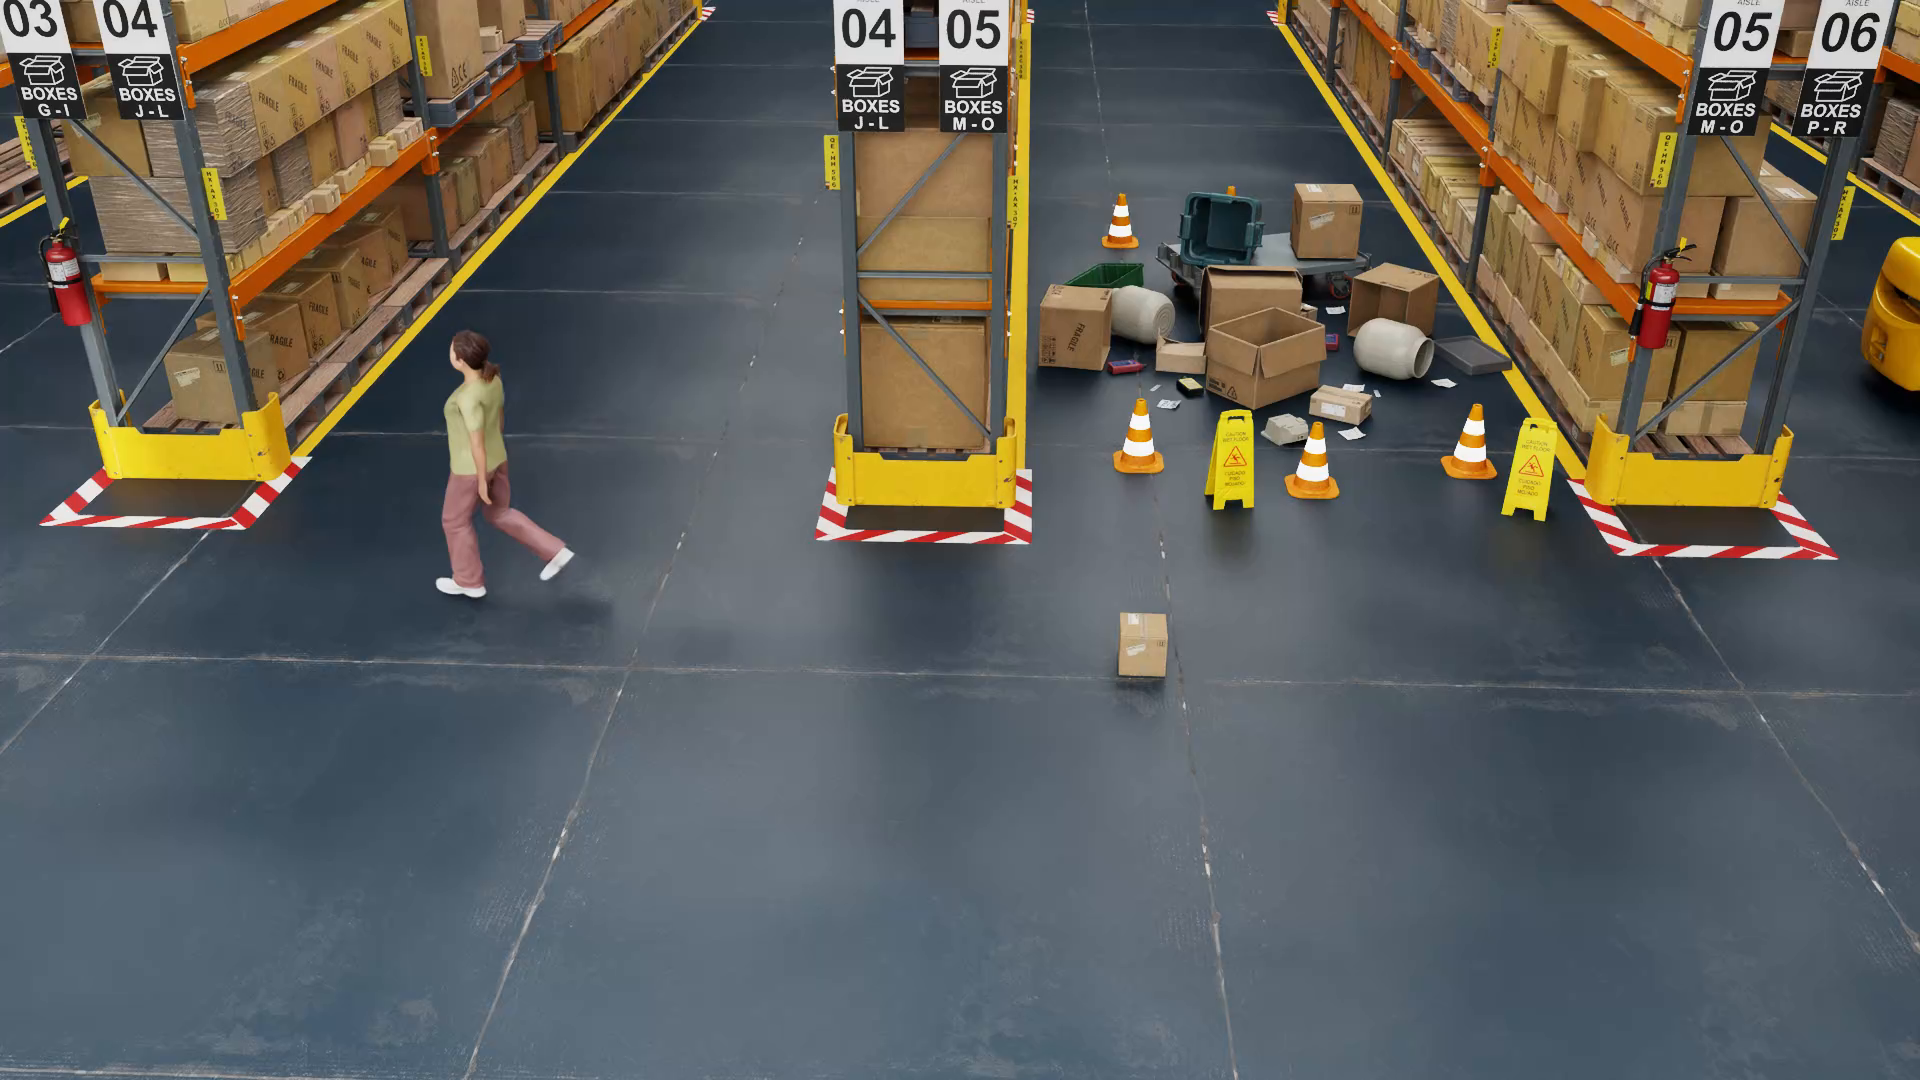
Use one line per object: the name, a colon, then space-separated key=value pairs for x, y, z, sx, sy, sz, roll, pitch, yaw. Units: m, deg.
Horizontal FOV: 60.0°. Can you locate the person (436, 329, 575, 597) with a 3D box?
person: x=-2.662 y=-0.416 z=9.398 sx=0.830 sy=1.635 sz=0.447 roll=7 pitch=29 yaw=12
